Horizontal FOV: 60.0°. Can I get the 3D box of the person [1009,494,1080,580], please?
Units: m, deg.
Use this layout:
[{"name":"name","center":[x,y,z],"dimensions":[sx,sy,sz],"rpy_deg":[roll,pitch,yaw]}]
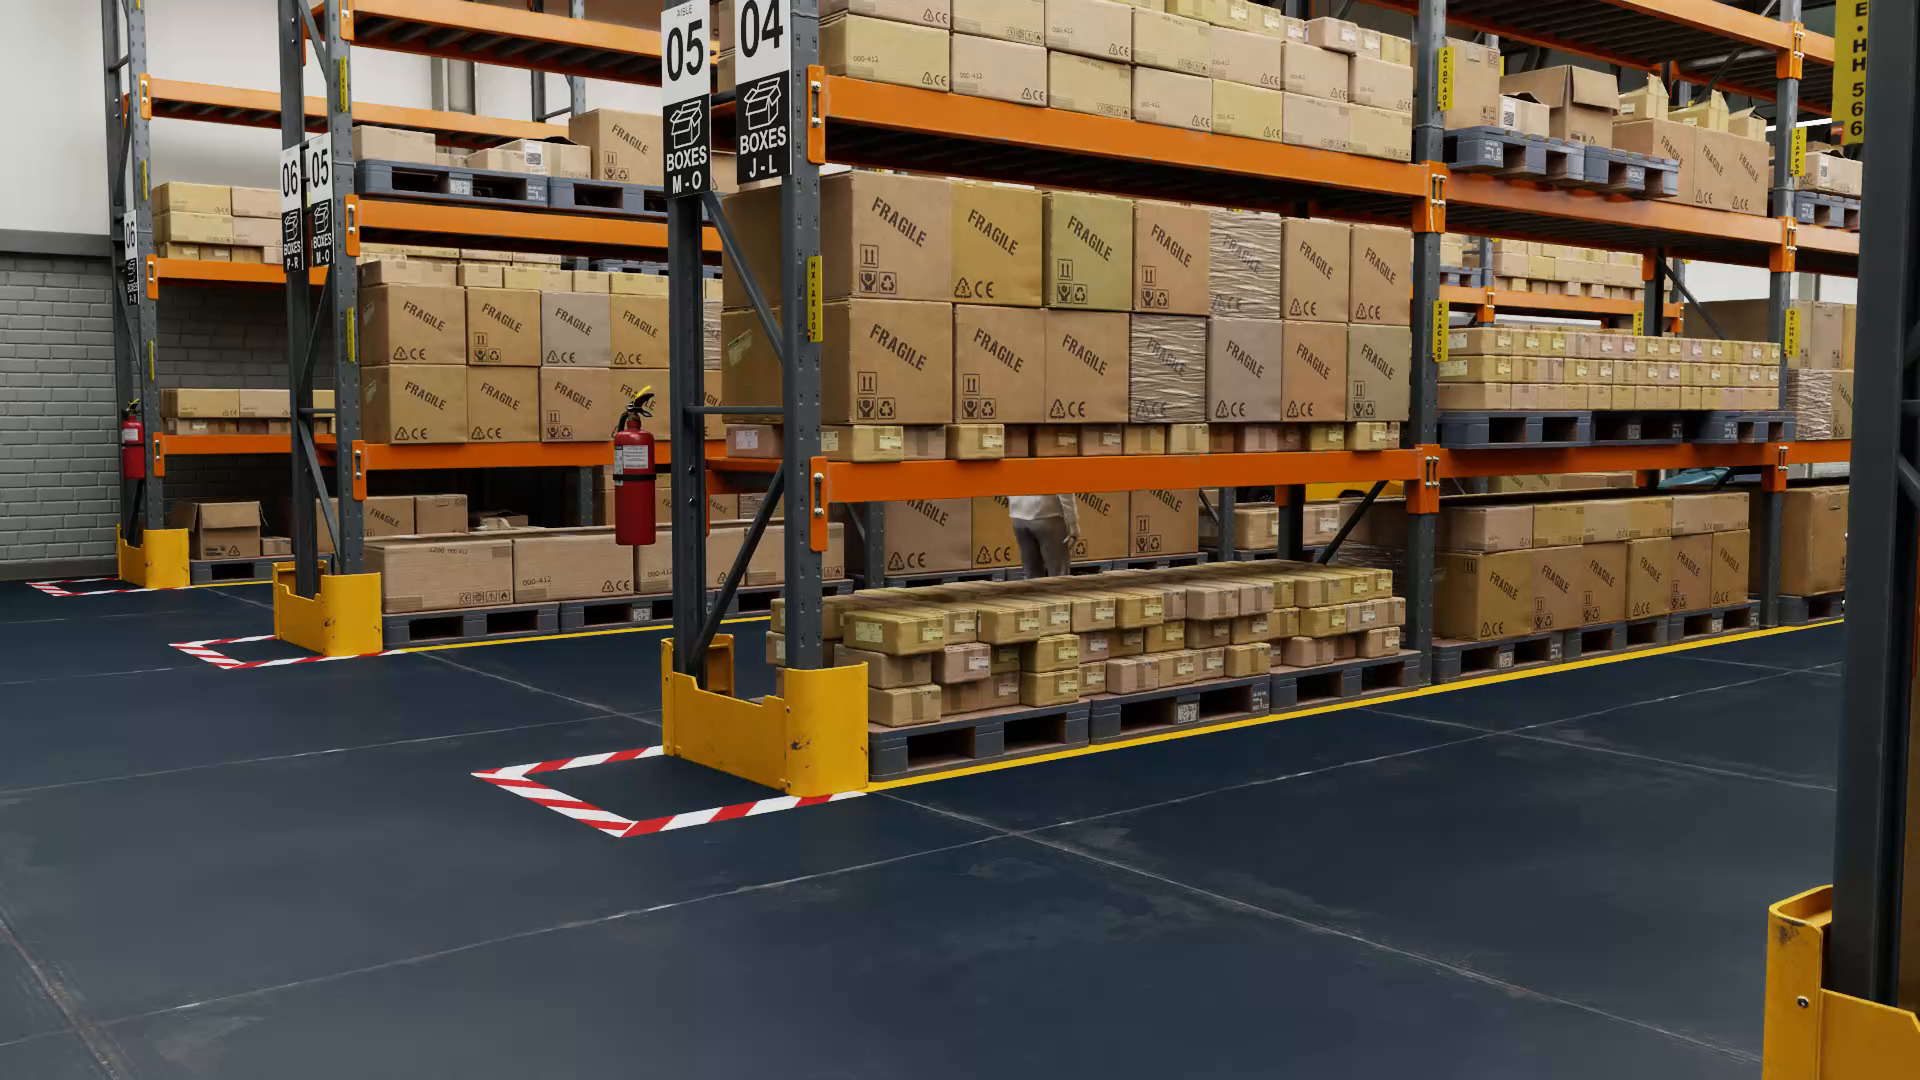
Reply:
[{"name":"person","center":[0.508,-0.104,10.082],"dimensions":[0.378,1.663,0.537],"rpy_deg":[-4,6,-40]}]
